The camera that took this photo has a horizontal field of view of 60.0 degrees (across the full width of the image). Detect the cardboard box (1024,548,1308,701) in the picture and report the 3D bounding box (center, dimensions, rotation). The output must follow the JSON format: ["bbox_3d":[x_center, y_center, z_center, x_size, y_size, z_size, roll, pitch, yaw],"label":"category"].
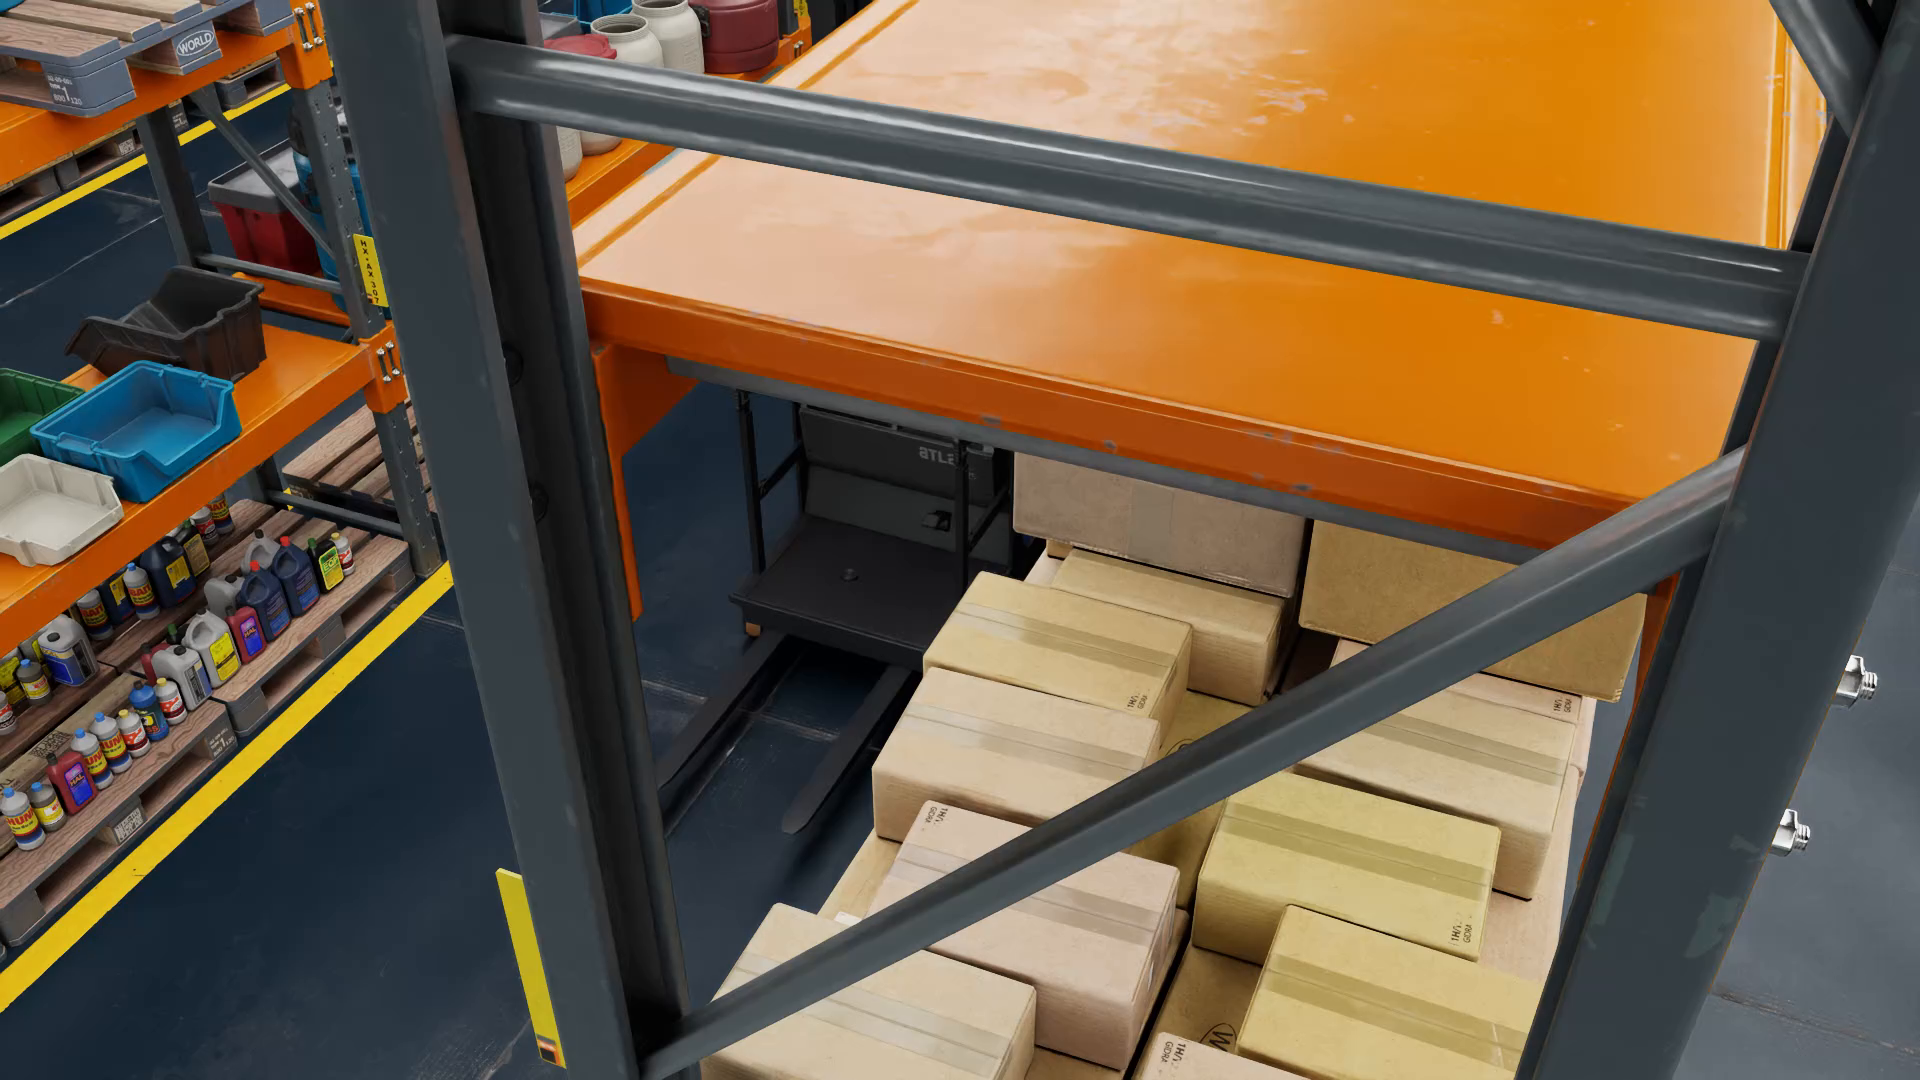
[{"bbox_3d":[0.399,0.159,3.152,0.500,0.250,0.500,15,39,19],"label":"cardboard box"}]

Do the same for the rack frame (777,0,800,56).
[{"bbox_3d":[-1.476,-3.374,10.258,1.000,3.000,0.127,14,39,18],"label":"rack frame"}]

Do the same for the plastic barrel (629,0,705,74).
[{"bbox_3d":[-1.670,-2.800,9.398,0.421,0.512,0.421,0,37,0],"label":"plastic barrel"}]

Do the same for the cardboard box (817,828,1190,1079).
[{"bbox_3d":[0.009,0.718,2.404,0.500,0.250,0.500,15,39,19],"label":"cardboard box"}]

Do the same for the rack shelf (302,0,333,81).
[{"bbox_3d":[-2.237,-3.180,8.094,1.077,0.370,4.000,14,39,18],"label":"rack shelf"}]

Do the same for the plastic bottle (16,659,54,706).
[{"bbox_3d":[-3.865,0.584,6.933,0.097,0.201,0.097,0,37,0],"label":"plastic bottle"}]

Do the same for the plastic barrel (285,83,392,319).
[{"bbox_3d":[-2.571,-1.505,7.339,0.600,0.901,0.708,14,39,18],"label":"plastic barrel"}]

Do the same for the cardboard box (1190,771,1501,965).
[{"bbox_3d":[0.550,0.494,2.371,0.380,0.149,0.250,13,39,17],"label":"cardboard box"}]

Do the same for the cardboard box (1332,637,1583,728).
[{"bbox_3d":[0.815,0.225,2.730,0.380,0.149,0.250,14,39,18],"label":"cardboard box"}]

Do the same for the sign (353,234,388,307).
[{"bbox_3d":[-2.493,-1.139,7.037,0.100,0.325,0.005,14,39,18],"label":"sign"}]

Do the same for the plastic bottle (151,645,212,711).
[{"bbox_3d":[-3.238,0.552,6.914,0.152,0.276,0.135,15,39,19],"label":"plastic bottle"}]

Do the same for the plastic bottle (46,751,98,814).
[{"bbox_3d":[-3.439,0.913,6.424,0.061,0.283,0.133,14,39,18],"label":"plastic bottle"}]

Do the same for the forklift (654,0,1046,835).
[{"bbox_3d":[-0.342,-0.777,6.842,1.130,2.935,3.031,15,39,19],"label":"forklift"}]

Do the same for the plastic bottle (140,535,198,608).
[{"bbox_3d":[-3.555,0.111,7.441,0.144,0.351,0.185,14,39,18],"label":"plastic bottle"}]

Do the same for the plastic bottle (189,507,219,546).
[{"bbox_3d":[-3.563,-0.082,7.824,0.097,0.201,0.097,0,37,0],"label":"plastic bottle"}]

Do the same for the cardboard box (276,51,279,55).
[{"bbox_3d":[-5.424,-4.157,13.027,0.500,0.500,0.500,12,39,16],"label":"cardboard box"}]

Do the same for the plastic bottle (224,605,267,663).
[{"bbox_3d":[-3.073,0.381,7.136,0.061,0.283,0.133,16,40,21],"label":"plastic bottle"}]

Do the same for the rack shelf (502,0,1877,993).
[{"bbox_3d":[0.822,-1.037,2.725,1.077,0.370,4.000,14,39,18],"label":"rack shelf"}]

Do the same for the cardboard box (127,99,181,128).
[{"bbox_3d":[-6.030,-3.224,12.004,0.500,0.250,0.500,15,39,19],"label":"cardboard box"}]

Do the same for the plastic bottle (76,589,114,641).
[{"bbox_3d":[-3.782,0.304,7.249,0.097,0.271,0.097,0,37,0],"label":"plastic bottle"}]

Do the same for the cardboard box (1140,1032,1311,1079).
[{"bbox_3d":[0.379,0.783,1.984,0.380,0.149,0.250,14,39,17],"label":"cardboard box"}]

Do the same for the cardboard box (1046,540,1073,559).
[{"bbox_3d":[0.380,-0.061,3.113,0.380,0.149,0.250,12,38,15],"label":"cardboard box"}]

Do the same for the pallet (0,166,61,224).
[{"bbox_3d":[-6.870,-2.267,11.107,1.003,0.211,1.213,14,39,18],"label":"pallet"}]

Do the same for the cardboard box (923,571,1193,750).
[{"bbox_3d":[0.161,0.220,2.737,0.380,0.149,0.250,14,39,18],"label":"cardboard box"}]

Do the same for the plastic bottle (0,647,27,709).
[{"bbox_3d":[-3.993,0.521,6.893,0.144,0.351,0.185,15,39,20],"label":"plastic bottle"}]

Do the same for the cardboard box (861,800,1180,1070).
[{"bbox_3d":[0.085,0.540,2.308,0.380,0.149,0.250,13,39,16],"label":"cardboard box"}]

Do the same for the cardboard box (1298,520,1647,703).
[{"bbox_3d":[0.875,-0.138,2.674,0.500,0.500,0.500,14,39,18],"label":"cardboard box"}]

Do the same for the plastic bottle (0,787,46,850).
[{"bbox_3d":[-3.542,1.039,6.266,0.097,0.271,0.097,0,37,0],"label":"plastic bottle"}]

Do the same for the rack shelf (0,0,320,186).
[{"bbox_3d":[-3.759,-0.965,5.131,1.077,0.370,4.000,14,39,18],"label":"rack shelf"}]

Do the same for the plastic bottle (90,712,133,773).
[{"bbox_3d":[-3.373,0.794,6.594,0.097,0.271,0.097,0,37,0],"label":"plastic bottle"}]

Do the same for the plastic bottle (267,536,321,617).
[{"bbox_3d":[-2.976,0.148,7.392,0.144,0.351,0.185,13,39,17],"label":"plastic bottle"}]

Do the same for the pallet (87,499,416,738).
[{"bbox_3d":[-3.292,0.320,7.645,1.003,0.211,1.213,14,39,18],"label":"pallet"}]

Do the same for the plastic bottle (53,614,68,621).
[{"bbox_3d":[-3.890,0.394,7.188,0.097,0.201,0.097,0,37,0],"label":"plastic bottle"}]

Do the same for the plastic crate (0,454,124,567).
[{"bbox_3d":[-3.381,-0.097,6.094,0.530,0.136,0.437,14,39,18],"label":"plastic crate"}]

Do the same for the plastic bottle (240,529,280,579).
[{"bbox_3d":[-3.110,0.115,7.436,0.144,0.351,0.185,14,39,18],"label":"plastic bottle"}]

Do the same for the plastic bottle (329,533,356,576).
[{"bbox_3d":[-2.848,0.057,7.638,0.097,0.201,0.097,0,37,0],"label":"plastic bottle"}]

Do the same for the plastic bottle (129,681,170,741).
[{"bbox_3d":[-3.296,0.682,6.744,0.097,0.271,0.097,0,37,0],"label":"plastic bottle"}]

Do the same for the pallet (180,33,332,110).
[{"bbox_3d":[-5.736,-3.792,13.147,1.003,0.211,1.213,14,39,18],"label":"pallet"}]

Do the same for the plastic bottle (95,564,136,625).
[{"bbox_3d":[-3.760,0.183,7.345,0.144,0.351,0.185,12,38,16],"label":"plastic bottle"}]

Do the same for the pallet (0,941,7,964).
[{"bbox_3d":[-4.220,1.671,5.838,1.003,0.211,1.213,14,39,18],"label":"pallet"}]

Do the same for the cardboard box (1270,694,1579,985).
[{"bbox_3d":[0.674,0.548,2.632,0.500,0.250,0.500,13,39,17],"label":"cardboard box"}]

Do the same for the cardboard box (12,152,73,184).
[{"bbox_3d":[-6.417,-2.660,11.250,0.500,0.250,0.500,15,39,19],"label":"cardboard box"}]

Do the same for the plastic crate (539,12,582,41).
[{"bbox_3d":[-2.374,-2.574,9.135,0.402,0.464,0.583,14,39,18],"label":"plastic crate"}]

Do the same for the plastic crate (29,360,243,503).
[{"bbox_3d":[-3.168,-0.425,6.437,0.499,0.251,0.616,14,39,18],"label":"plastic crate"}]

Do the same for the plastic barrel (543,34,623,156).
[{"bbox_3d":[-1.987,-2.339,8.760,0.433,0.535,0.433,0,37,0],"label":"plastic barrel"}]

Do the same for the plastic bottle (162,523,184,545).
[{"bbox_3d":[-3.622,0.017,7.629,0.152,0.276,0.135,15,39,19],"label":"plastic bottle"}]

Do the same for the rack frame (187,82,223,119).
[{"bbox_3d":[-6.055,-4.504,11.771,1.000,3.000,0.127,14,39,18],"label":"rack frame"}]

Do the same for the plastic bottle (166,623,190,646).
[{"bbox_3d":[-3.277,0.451,7.043,0.061,0.283,0.133,14,39,18],"label":"plastic bottle"}]
